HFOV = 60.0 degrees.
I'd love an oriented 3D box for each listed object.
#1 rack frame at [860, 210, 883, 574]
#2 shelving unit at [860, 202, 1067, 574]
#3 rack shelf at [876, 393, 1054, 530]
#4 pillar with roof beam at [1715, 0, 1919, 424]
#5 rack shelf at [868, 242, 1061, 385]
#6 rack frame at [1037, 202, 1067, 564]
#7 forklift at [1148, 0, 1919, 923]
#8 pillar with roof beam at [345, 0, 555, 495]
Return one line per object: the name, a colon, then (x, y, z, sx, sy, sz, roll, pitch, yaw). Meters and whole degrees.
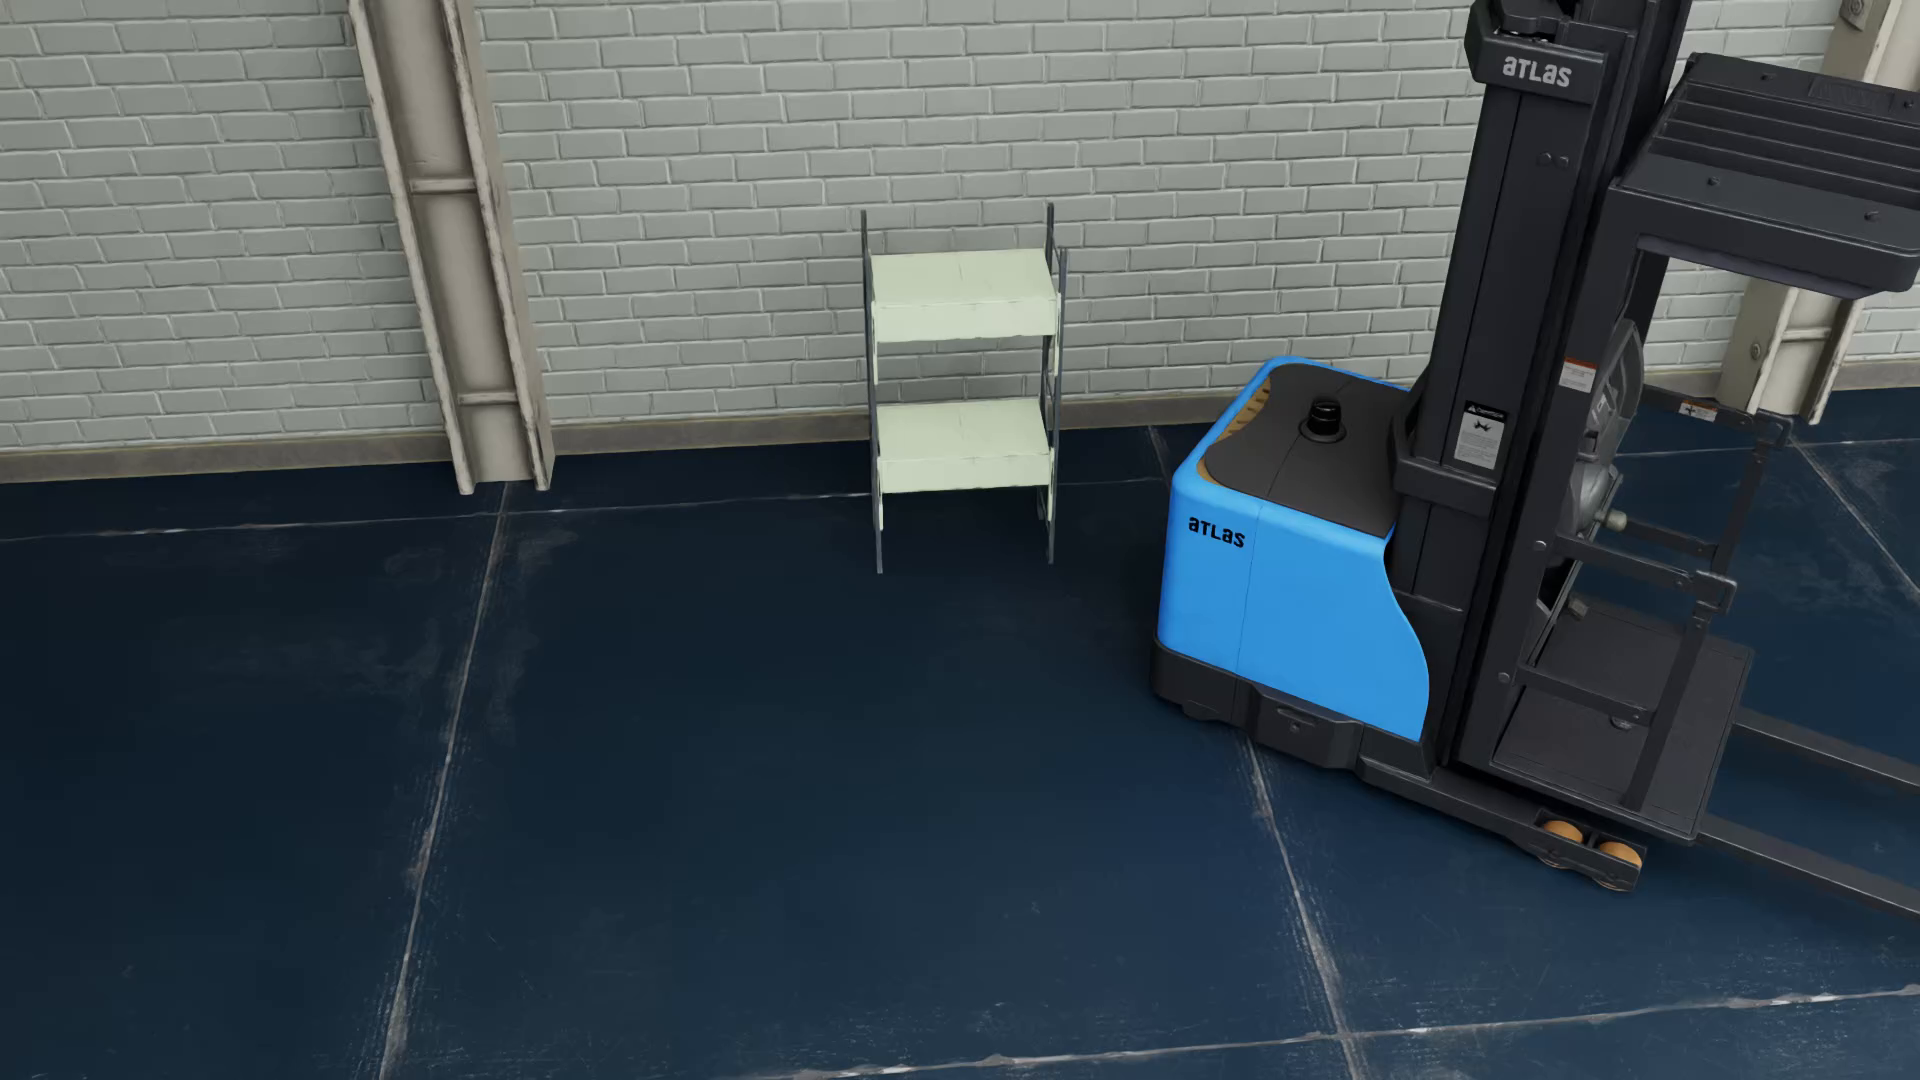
rack frame: (-0.358, -0.569, 6.760, 0.023, 1.500, 0.400, -3, 38, -4)
shelving unit: (0.007, -0.589, 6.786, 0.755, 1.500, 0.431, -3, 38, -4)
rack shelf: (0.007, -0.333, 6.988, 0.720, 0.370, 0.431, -3, 38, -4)
pillar with roof beam: (4.283, -1.516, 1.907, 0.400, 9.000, 9.100, -3, 38, -4)
rack shelf: (0.007, -0.896, 6.544, 0.720, 0.370, 0.431, -3, 38, -4)
rack frame: (0.371, -0.609, 6.811, 0.023, 1.500, 0.400, -3, 38, -4)
forklift: (2.262, -0.325, 5.296, 3.031, 2.935, 1.130, 20, 42, 23)
pillar with roof beam: (-1.694, -1.187, 1.490, 0.400, 9.000, 9.100, -3, 38, -4)
